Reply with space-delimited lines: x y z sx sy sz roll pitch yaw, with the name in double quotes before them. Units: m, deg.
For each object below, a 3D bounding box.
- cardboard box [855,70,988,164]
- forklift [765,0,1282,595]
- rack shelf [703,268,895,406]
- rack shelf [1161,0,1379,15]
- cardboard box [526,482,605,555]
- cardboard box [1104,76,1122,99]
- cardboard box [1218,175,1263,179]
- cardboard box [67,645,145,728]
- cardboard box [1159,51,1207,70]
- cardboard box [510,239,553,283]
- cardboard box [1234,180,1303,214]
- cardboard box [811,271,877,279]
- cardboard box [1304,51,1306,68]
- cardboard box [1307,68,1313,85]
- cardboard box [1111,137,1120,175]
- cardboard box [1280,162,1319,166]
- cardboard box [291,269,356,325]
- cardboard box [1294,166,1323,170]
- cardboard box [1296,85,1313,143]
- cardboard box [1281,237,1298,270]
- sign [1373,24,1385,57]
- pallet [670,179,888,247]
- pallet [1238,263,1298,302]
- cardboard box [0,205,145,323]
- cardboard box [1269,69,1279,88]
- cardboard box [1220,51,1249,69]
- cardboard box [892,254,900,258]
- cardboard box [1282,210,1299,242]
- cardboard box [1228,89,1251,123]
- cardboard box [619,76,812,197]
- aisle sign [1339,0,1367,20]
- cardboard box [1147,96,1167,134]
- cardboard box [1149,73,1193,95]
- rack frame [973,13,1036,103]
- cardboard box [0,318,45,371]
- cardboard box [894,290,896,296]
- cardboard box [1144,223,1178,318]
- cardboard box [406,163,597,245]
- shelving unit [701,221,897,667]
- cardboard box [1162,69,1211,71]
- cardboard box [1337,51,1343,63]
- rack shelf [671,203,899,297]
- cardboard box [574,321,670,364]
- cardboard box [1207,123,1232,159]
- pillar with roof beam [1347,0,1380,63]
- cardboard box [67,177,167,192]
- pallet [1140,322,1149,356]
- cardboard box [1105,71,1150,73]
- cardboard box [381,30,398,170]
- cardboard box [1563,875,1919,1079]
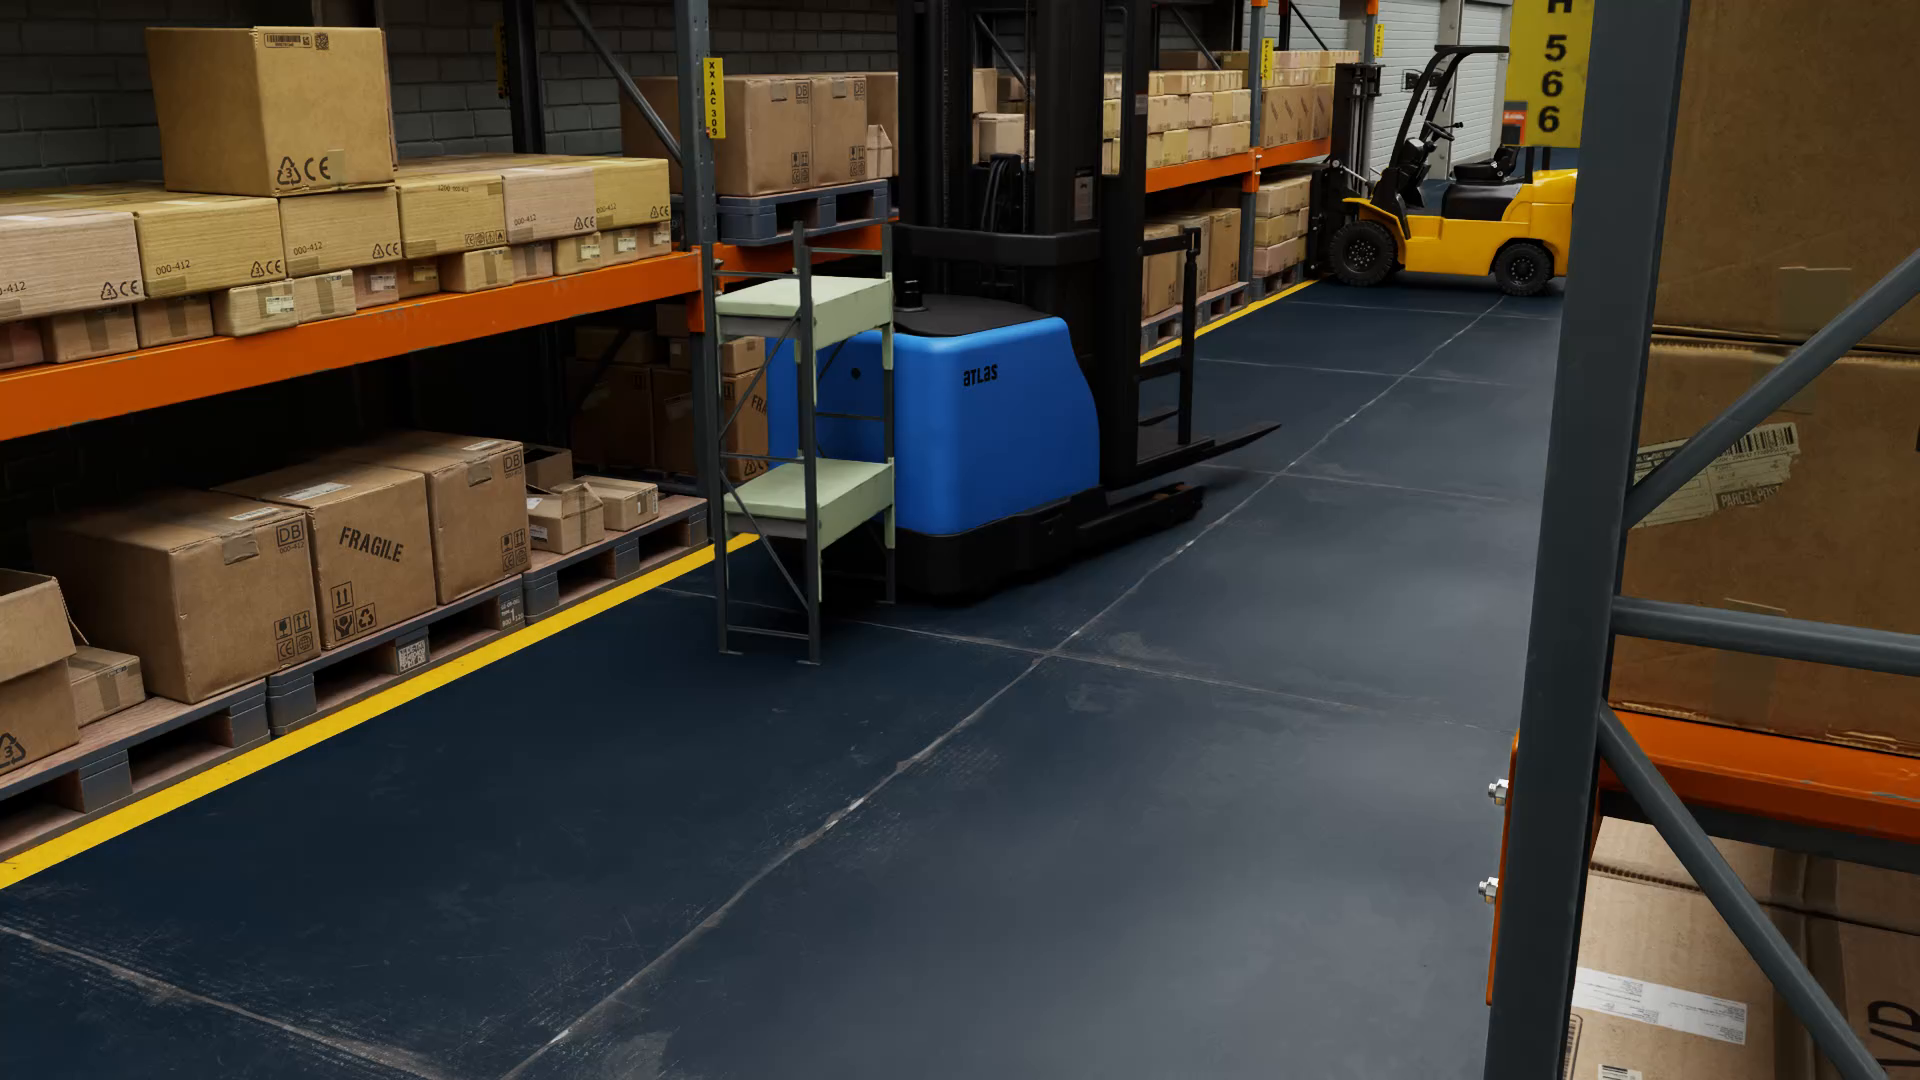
"cardboard box" -0.298 -2.333 9.192 0.797 0.503 0.637 8 18 24
"forklift" 0.496 -1.538 7.554 1.130 2.935 3.031 13 21 37
"rack shelf" -0.570 -0.756 6.064 0.431 0.370 0.720 6 18 19
"rack shelf" 2.947 -5.143 15.566 1.077 0.370 4.000 8 18 25
"cardboard box" -1.667 -0.123 6.735 0.396 0.266 0.258 9 19 27
"cardboard box" 0.882 -3.061 11.247 0.380 0.149 0.250 9 19 27
"cardboard box" 2.551 -3.311 15.739 0.500 0.250 0.500 8 18 26
"cardboard box" -2.726 0.435 5.062 0.380 0.149 0.250 7 18 23
"cardboard box" 1.926 -4.162 14.430 0.380 0.149 0.250 8 18 26
"cardboard box" -1.771 -1.067 6.290 0.380 0.149 0.250 9 19 27
"cardboard box" 2.788 -3.115 15.080 0.500 0.250 0.500 8 18 25
"cardboard box" -0.706 -1.474 9.733 0.380 0.149 0.250 8 18 24
"cardboard box" 2.966 -4.423 15.312 0.380 0.149 0.250 8 18 25
"cardboard box" 3.029 -4.269 15.315 0.380 0.149 0.250 7 18 24
"cardboard box" 0.912 -2.659 11.472 0.500 0.250 0.500 8 18 24
"cardboard box" 3.457 -3.823 17.464 0.500 0.250 0.500 8 18 25
"cardboard box" -2.197 -0.804 5.403 0.380 0.149 0.250 9 19 27
"cardboard box" 3.691 -3.634 16.827 0.500 0.250 0.500 8 19 26
"cardboard box" 2.929 -3.932 15.319 0.500 0.500 0.500 8 18 25
"cardboard box" 2.779 -2.636 15.223 0.500 0.250 0.500 8 18 24
"sign" 4.320 -5.155 17.163 0.100 0.325 0.005 8 18 25
"pallet" -1.067 -1.600 7.981 1.003 0.211 1.213 8 18 25
"pallet" 2.446 -2.401 15.237 1.003 0.211 1.213 8 18 25
"cardboard box" -2.640 -0.764 4.570 0.500 0.250 0.500 8 18 26
"cardboard box" 2.546 -4.013 14.453 0.380 0.149 0.250 9 19 27
"cardboard box" 2.482 -4.166 14.444 0.380 0.149 0.250 8 19 26
"cardboard box" -0.246 -1.742 10.635 0.380 0.149 0.250 9 19 28
"cardboard box" 2.769 -2.876 15.152 0.500 0.250 0.500 8 18 25
"cardboard box" 2.063 -3.550 13.595 0.500 0.250 0.500 8 18 24
"cardboard box" -1.105 -1.847 7.560 0.700 0.500 0.500 9 19 27
"aisle sign" 4.133 -5.785 17.166 0.394 0.787 0.004 8 18 25
"cardboard box" 1.158 -3.030 11.841 0.500 0.250 0.500 8 18 24
"cardboard box" 1.506 -3.377 12.312 0.380 0.149 0.250 8 18 24
"rack frame" 0.266 -2.521 10.745 1.000 3.000 0.127 8 18 25
"cardboard box" -2.758 -0.554 4.563 0.380 0.149 0.250 8 18 25
"cardboard box" -0.501 -1.287 9.103 0.380 0.149 0.250 8 18 26
"cardboard box" 1.143 -2.081 12.694 0.875 0.625 0.625 7 18 23
"cardboard box" -1.741 -1.283 6.317 0.500 0.250 0.500 8 18 26
"shelving unit" -0.570 -0.382 6.175 0.431 1.500 0.755 6 18 19
"cardboard box" 1.967 -4.014 14.455 0.380 0.149 0.250 8 18 25
"cardboard box" 3.499 -4.671 16.146 0.380 0.149 0.250 9 19 27
"rack shelf" -0.628 -1.667 9.133 1.077 0.370 4.000 8 18 25
"cardboard box" -1.615 -0.947 7.958 0.380 0.149 0.250 7 18 23
"cardboard box" 1.843 -3.178 13.219 0.500 0.250 0.500 8 18 25
"pillar with roof beam" 9.256 -8.353 19.842 9.100 9.000 0.400 8 18 25
"cardboard box" -2.650 -1.095 5.685 0.500 0.250 0.500 8 18 25
"pallet" 0.669 -1.389 11.832 1.003 0.211 1.213 8 18 25
"cardboard box" 1.330 -3.644 13.210 0.380 0.149 0.250 8 18 25
"cardboard box" -2.425 -1.587 6.024 0.500 0.500 0.500 8 18 24
"cardboard box" 1.339 0.993 2.676 0.875 0.438 0.875 7 18 24
